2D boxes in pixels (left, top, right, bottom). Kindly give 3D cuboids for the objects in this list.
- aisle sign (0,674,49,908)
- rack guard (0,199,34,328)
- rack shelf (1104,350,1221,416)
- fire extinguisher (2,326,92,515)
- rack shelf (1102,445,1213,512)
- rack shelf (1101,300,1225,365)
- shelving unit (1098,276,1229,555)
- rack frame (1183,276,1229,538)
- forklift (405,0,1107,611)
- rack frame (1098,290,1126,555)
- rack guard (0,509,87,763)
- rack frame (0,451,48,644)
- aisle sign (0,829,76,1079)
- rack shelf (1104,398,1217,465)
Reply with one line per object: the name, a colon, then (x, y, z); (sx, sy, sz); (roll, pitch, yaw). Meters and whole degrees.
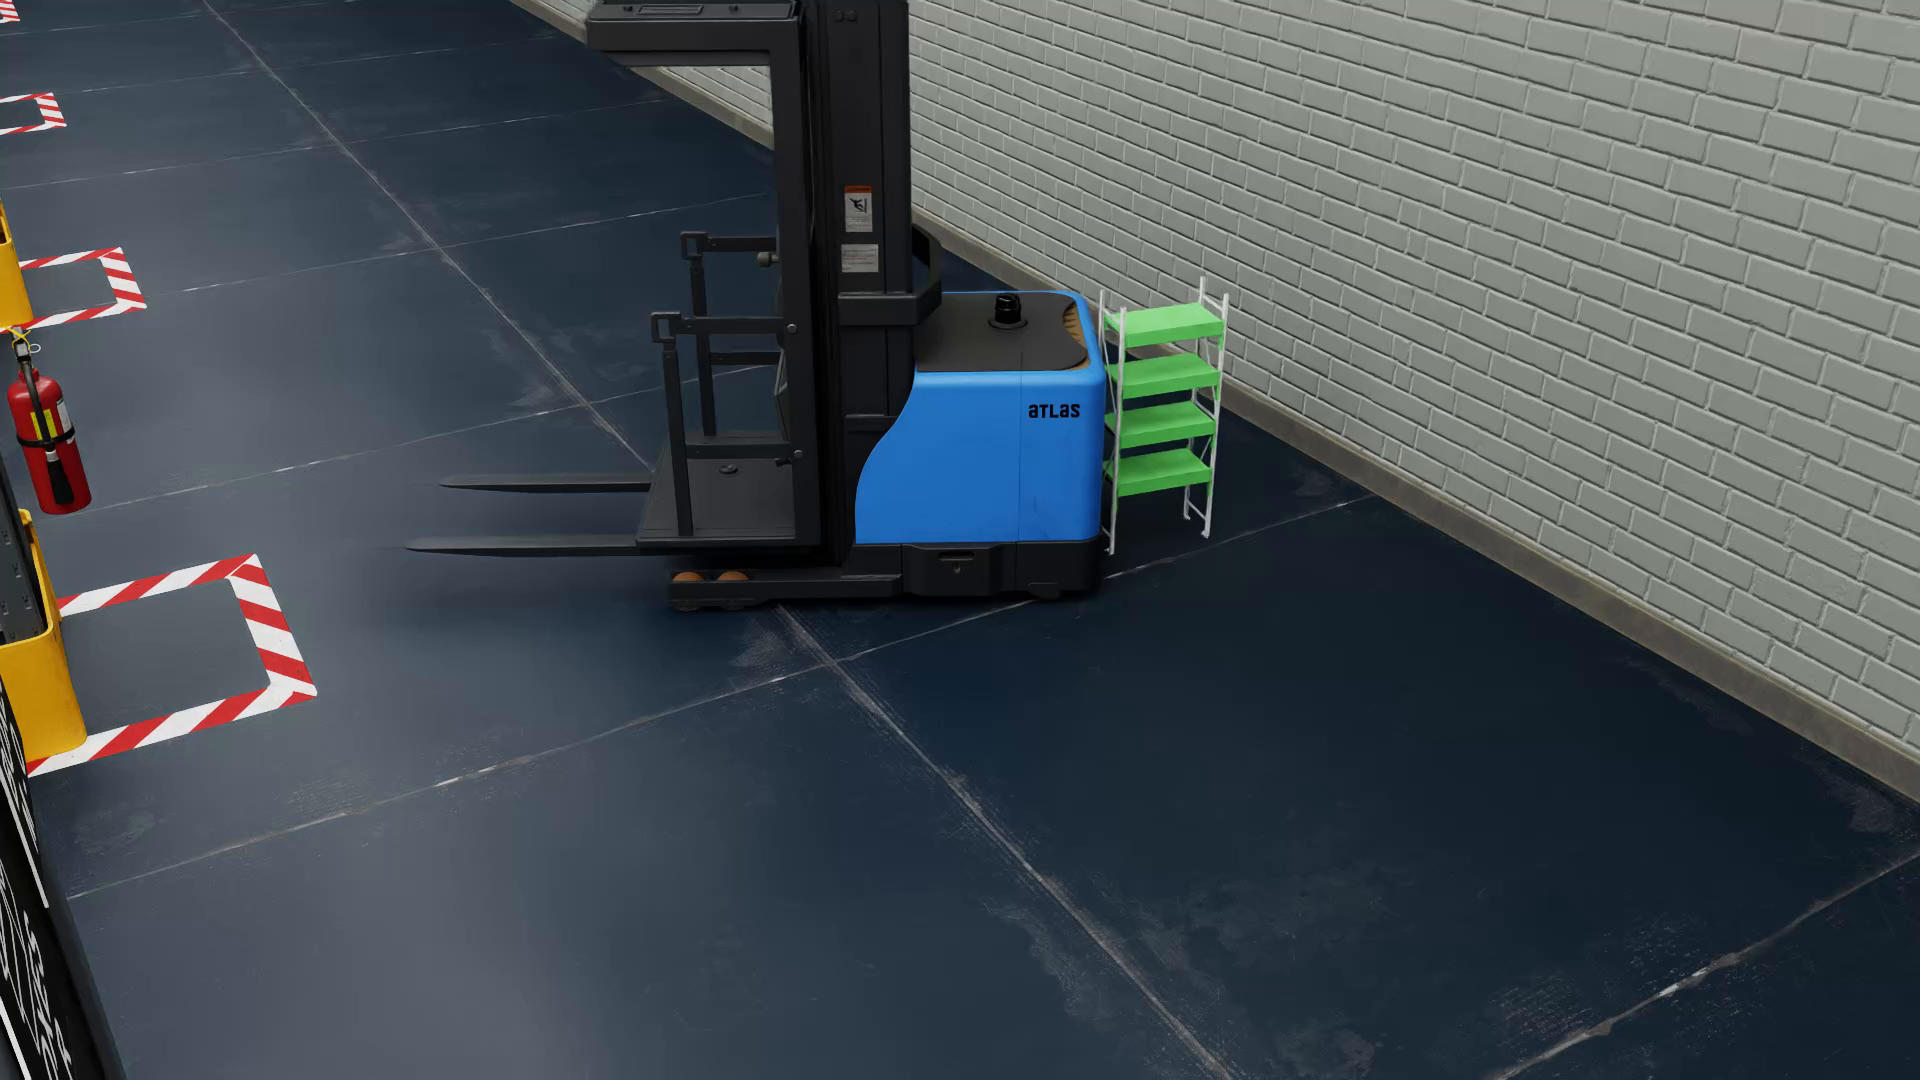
aisle sign: (-1.185, 0.010, 1.936); (0.004, 0.787, 0.394); (-16, 33, -26)
rack guard: (-6.100, -1.753, 10.409); (0.348, 0.500, 1.175); (-16, 33, -26)
rack shelf: (0.887, -0.705, 7.421); (0.480, 0.148, 0.258); (-10, 30, -17)
fire extinguisher: (-3.245, -0.423, 5.877); (0.183, 0.674, 0.296); (-16, 33, -26)
rack shelf: (0.887, -0.284, 7.653); (0.480, 0.148, 0.258); (-10, 30, -17)
rack shelf: (0.887, -0.915, 7.305); (0.480, 0.148, 0.258); (-10, 30, -17)
shelving unit: (0.887, -0.551, 7.506); (0.503, 1.200, 0.258); (-10, 30, -17)
rack frame: (1.116, -0.591, 7.578); (0.015, 1.200, 0.240); (-10, 30, -17)
forklift: (-0.910, -1.236, 6.955); (3.031, 2.935, 1.130); (-1, 29, -1)
rack frame: (0.658, -0.510, 7.433); (0.015, 1.200, 0.240); (-10, 30, -17)
rack guard: (-3.761, 0.363, 6.575); (0.348, 0.500, 1.175); (-16, 33, -26)
rack frame: (-3.696, -0.750, 6.005); (0.127, 3.000, 1.000); (-16, 33, -26)
aisle sign: (-0.882, 0.260, 1.483); (0.004, 0.787, 0.394); (-16, 33, -26)
rack shelf: (0.887, -0.495, 7.537); (0.480, 0.148, 0.258); (-10, 30, -17)
